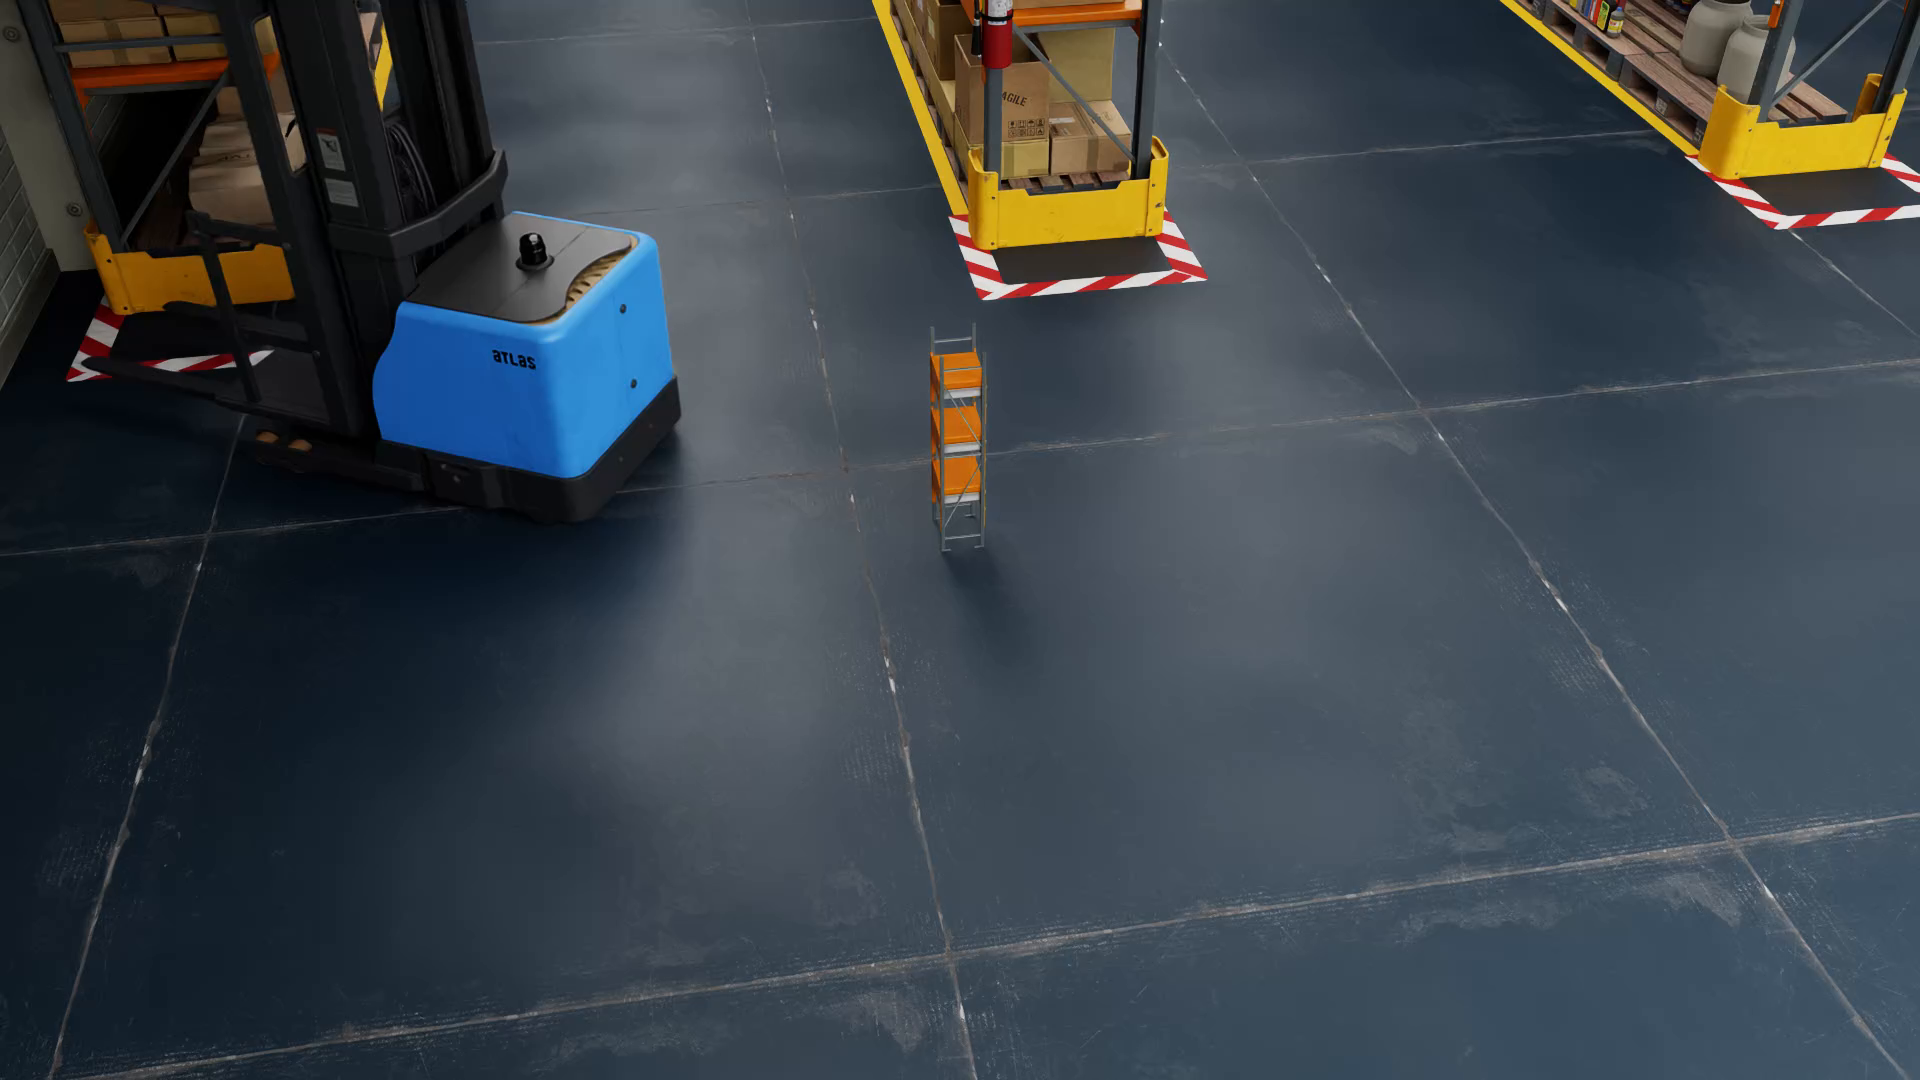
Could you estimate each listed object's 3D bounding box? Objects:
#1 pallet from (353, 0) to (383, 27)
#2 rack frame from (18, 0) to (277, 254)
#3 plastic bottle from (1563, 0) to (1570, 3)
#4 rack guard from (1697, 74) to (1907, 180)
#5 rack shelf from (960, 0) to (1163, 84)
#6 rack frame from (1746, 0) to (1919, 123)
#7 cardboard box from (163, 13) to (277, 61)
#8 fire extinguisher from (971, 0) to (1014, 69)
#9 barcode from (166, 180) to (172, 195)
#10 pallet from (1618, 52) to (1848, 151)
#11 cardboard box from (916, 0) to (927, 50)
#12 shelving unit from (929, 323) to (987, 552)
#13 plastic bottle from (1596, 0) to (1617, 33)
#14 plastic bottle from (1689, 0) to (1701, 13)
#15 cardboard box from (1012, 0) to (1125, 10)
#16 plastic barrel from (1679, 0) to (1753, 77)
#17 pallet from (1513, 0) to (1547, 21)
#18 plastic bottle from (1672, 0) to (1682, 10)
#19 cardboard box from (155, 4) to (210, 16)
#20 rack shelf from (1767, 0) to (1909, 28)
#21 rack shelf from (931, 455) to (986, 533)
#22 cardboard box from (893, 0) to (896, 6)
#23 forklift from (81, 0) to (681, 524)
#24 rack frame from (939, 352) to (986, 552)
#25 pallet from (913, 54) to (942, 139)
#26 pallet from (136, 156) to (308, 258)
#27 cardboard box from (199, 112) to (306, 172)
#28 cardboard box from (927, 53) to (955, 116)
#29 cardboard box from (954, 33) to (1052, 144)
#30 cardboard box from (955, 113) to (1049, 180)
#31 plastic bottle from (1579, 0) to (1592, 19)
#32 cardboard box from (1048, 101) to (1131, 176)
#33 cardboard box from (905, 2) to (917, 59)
[{"bbox_3d":[-5.074,-4.352,13.180,1.003,0.211,1.213,-6,38,-8],"label":"pallet"},{"bbox_3d":[-4.235,-2.568,8.610,1.000,3.000,0.127,-6,38,-8],"label":"rack frame"},{"bbox_3d":[4.658,-4.274,12.607,0.144,0.351,0.185,-7,38,-8],"label":"plastic bottle"},{"bbox_3d":[5.459,-2.687,10.801,1.175,0.500,0.348,-6,38,-8],"label":"rack guard"},{"bbox_3d":[0.291,-4.027,11.074,1.077,0.370,4.000,-6,38,-8],"label":"rack shelf"},{"bbox_3d":[5.519,-3.633,9.982,1.000,3.000,0.127,-6,38,-8],"label":"rack frame"},{"bbox_3d":[-4.008,-2.845,9.073,0.500,0.250,0.500,-7,38,-9],"label":"cardboard box"},{"bbox_3d":[0.205,-2.951,9.166,0.296,0.674,0.183,-6,38,-8],"label":"fire extinguisher"},{"bbox_3d":[-4.665,-2.079,9.806,0.001,0.075,0.075,-6,38,-8],"label":"barcode"},{"bbox_3d":[5.322,-3.064,11.522,1.003,0.211,1.213,-6,38,-8],"label":"pallet"},{"bbox_3d":[-0.022,-3.675,11.323,0.500,0.500,0.500,-6,38,-8],"label":"cardboard box"},{"bbox_3d":[-0.009,-0.447,7.470,0.215,1.050,0.252,-6,38,-8],"label":"shelving unit"},{"bbox_3d":[4.727,-3.865,12.135,0.061,0.283,0.133,-5,38,-7],"label":"plastic bottle"},{"bbox_3d":[5.486,-4.001,12.311,0.061,0.283,0.133,-6,38,-7],"label":"plastic bottle"},{"bbox_3d":[0.572,-3.425,9.633,0.700,0.500,0.500,-6,38,-8],"label":"cardboard box"},{"bbox_3d":[5.240,-3.509,11.507,0.421,0.512,0.421,0,38,0],"label":"plastic barrel"},{"bbox_3d":[4.894,-4.538,13.419,1.003,0.211,1.213,-6,38,-8],"label":"pallet"},{"bbox_3d":[5.430,-4.125,12.481,0.097,0.271,0.097,0,38,0],"label":"plastic bottle"},{"bbox_3d":[-4.023,-3.133,8.833,0.500,0.500,0.500,-6,38,-8],"label":"cardboard box"},{"bbox_3d":[5.168,-4.557,11.757,1.077,0.370,4.000,-6,38,-8],"label":"rack shelf"},{"bbox_3d":[-0.009,-0.219,7.647,0.215,0.259,0.240,-6,38,-8],"label":"rack shelf"},{"bbox_3d":[-0.277,-4.286,12.721,0.500,0.250,0.500,-6,38,-8],"label":"cardboard box"},{"bbox_3d":[-2.990,-1.777,7.648,3.031,2.935,1.130,12,39,15],"label":"forklift"},{"bbox_3d":[0.012,-0.373,7.375,0.200,1.050,0.008,-6,38,-8],"label":"rack frame"},{"bbox_3d":[0.256,-3.194,11.689,1.003,0.211,1.213,-6,38,-8],"label":"pallet"},{"bbox_3d":[-4.356,-2.007,10.161,1.003,0.211,1.213,-6,38,-8],"label":"pallet"},{"bbox_3d":[-4.367,-2.451,10.293,0.500,0.311,0.500,-3,38,-4],"label":"cardboard box"},{"bbox_3d":[0.068,-3.077,11.165,0.500,0.250,0.500,-6,38,-8],"label":"cardboard box"},{"bbox_3d":[0.254,-2.771,10.159,0.500,0.500,0.500,-6,38,-8],"label":"cardboard box"},{"bbox_3d":[0.257,-2.475,10.389,0.500,0.250,0.500,-6,38,-8],"label":"cardboard box"},{"bbox_3d":[4.724,-4.032,12.357,0.152,0.276,0.135,-7,38,-9],"label":"plastic bottle"},{"bbox_3d":[0.766,-2.530,10.461,0.500,0.250,0.500,-6,38,-8],"label":"cardboard box"},{"bbox_3d":[-0.112,-3.681,11.942,0.500,0.250,0.500,-6,38,-8],"label":"cardboard box"}]
